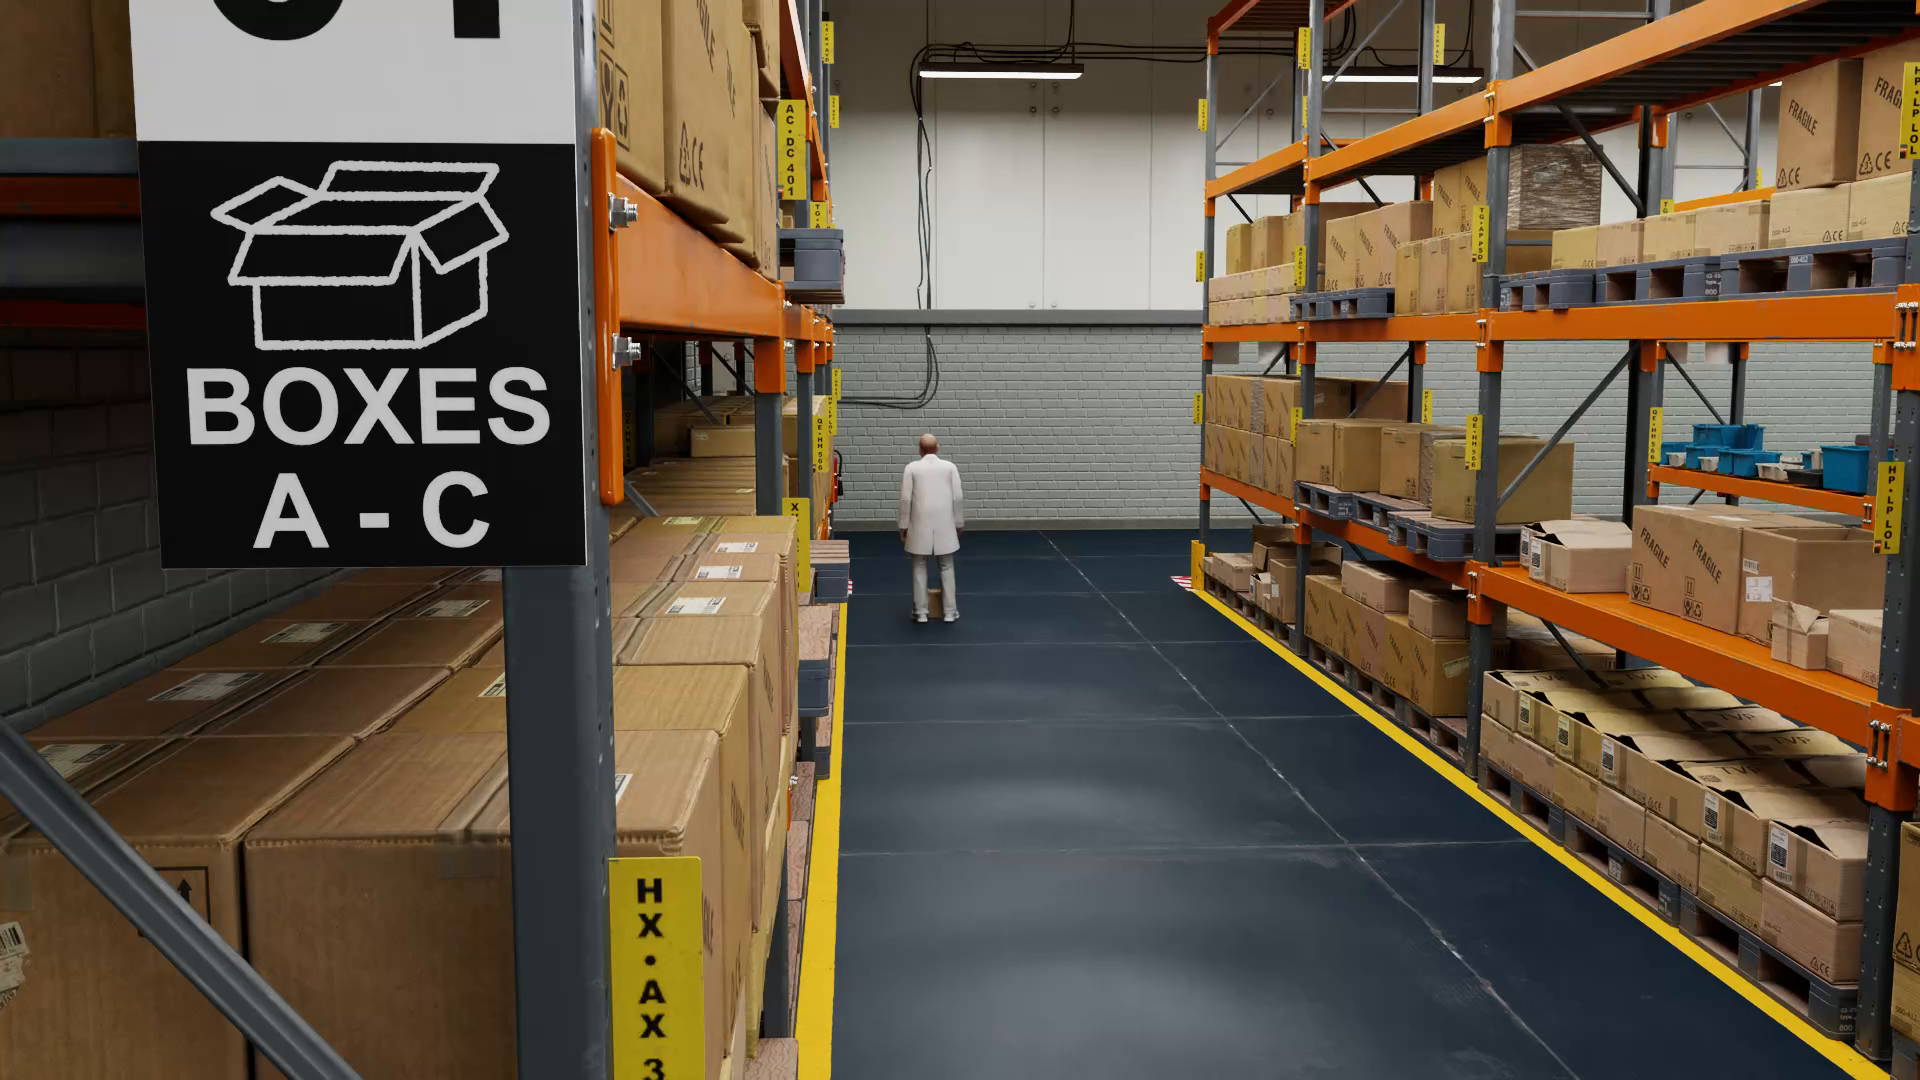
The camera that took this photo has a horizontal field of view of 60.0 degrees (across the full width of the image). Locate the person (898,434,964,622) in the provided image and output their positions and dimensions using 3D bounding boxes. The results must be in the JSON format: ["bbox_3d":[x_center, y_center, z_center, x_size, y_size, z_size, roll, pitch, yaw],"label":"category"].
[{"bbox_3d":[-0.275,-0.113,15.767,0.635,1.773,0.427,-1,7,-7],"label":"person"}]
